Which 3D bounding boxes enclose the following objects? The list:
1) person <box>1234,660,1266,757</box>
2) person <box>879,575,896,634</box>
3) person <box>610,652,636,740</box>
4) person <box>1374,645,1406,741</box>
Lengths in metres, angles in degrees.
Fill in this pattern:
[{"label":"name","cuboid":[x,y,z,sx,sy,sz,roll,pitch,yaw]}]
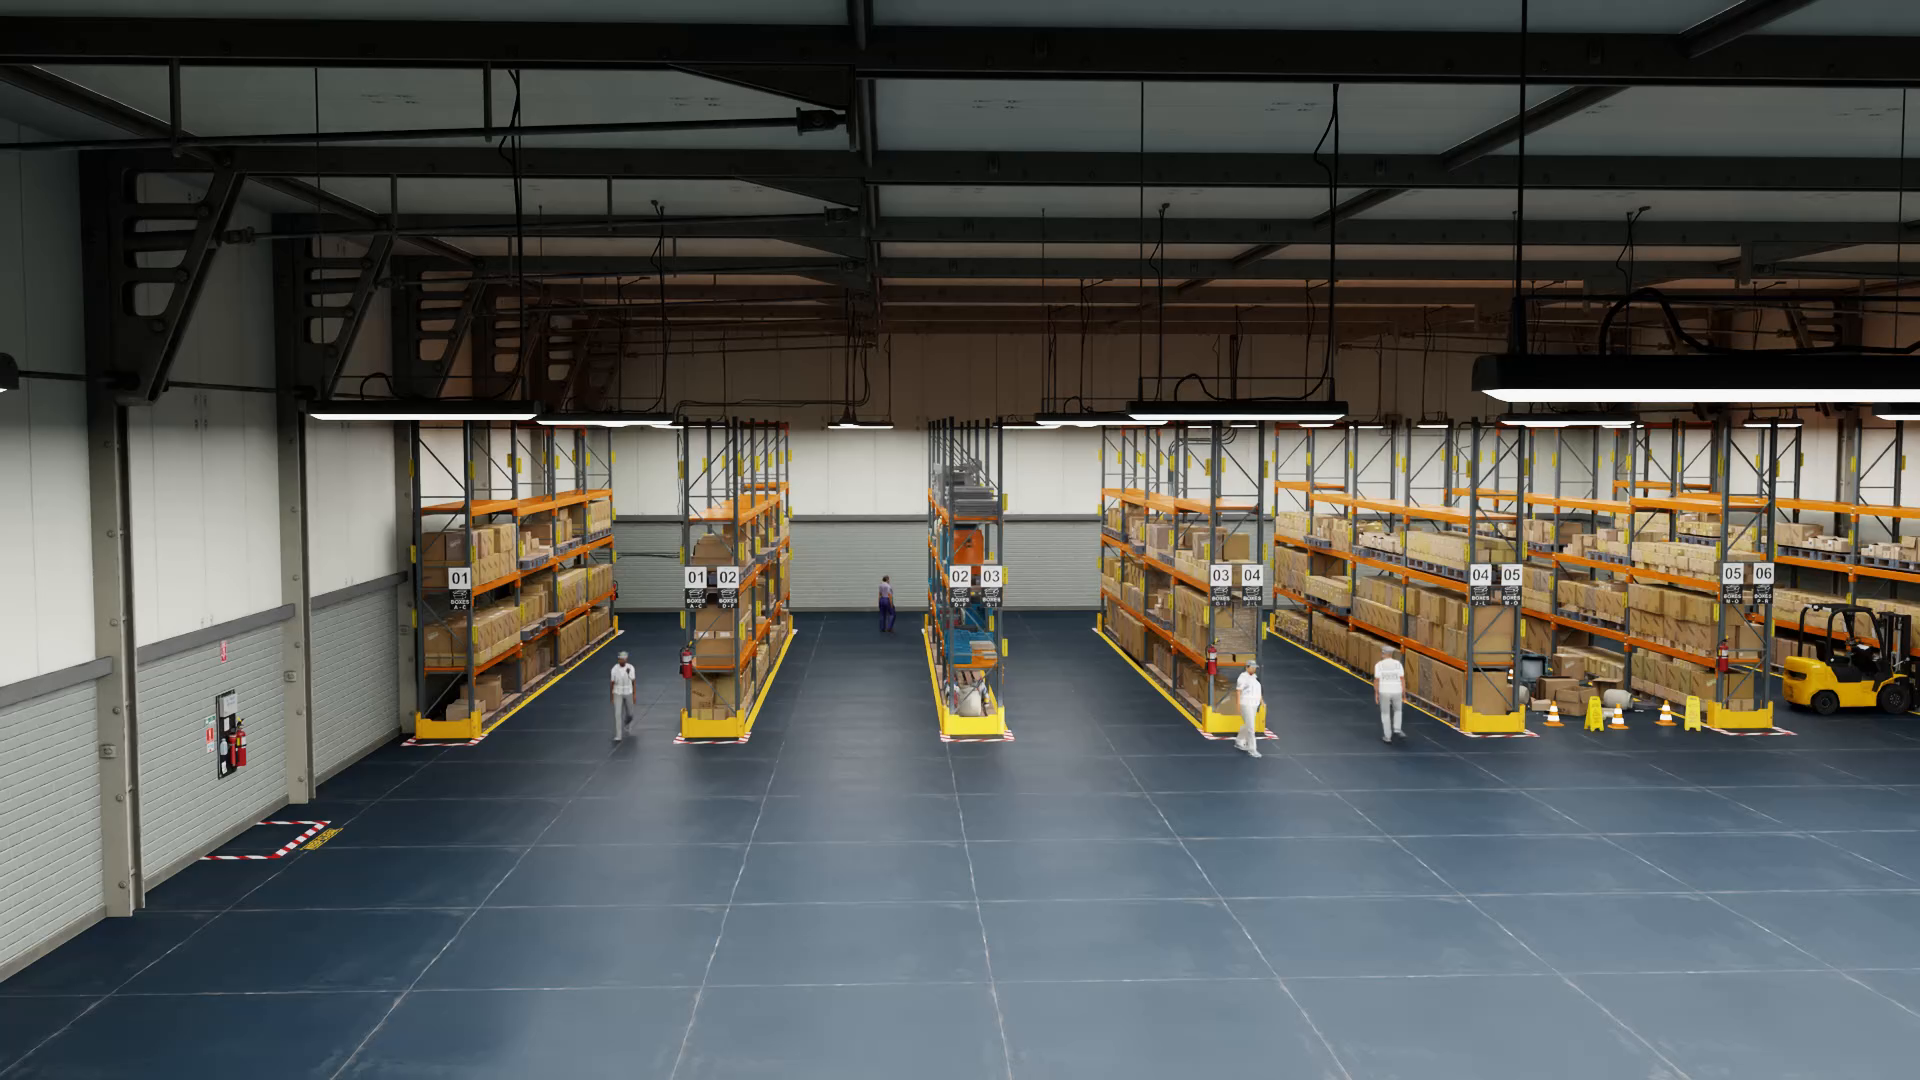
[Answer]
[{"label":"person","cuboid":[5.169,2.970,29.606,0.710,1.675,0.545,3,5,40]},{"label":"person","cuboid":[-2.073,1.832,47.278,0.586,1.680,0.364,4,5,43]},{"label":"person","cuboid":[-6.291,2.874,31.044,0.479,1.632,0.928,-1,4,-15]},{"label":"person","cuboid":[7.938,2.837,30.700,0.582,1.751,0.493,0,4,7]}]
